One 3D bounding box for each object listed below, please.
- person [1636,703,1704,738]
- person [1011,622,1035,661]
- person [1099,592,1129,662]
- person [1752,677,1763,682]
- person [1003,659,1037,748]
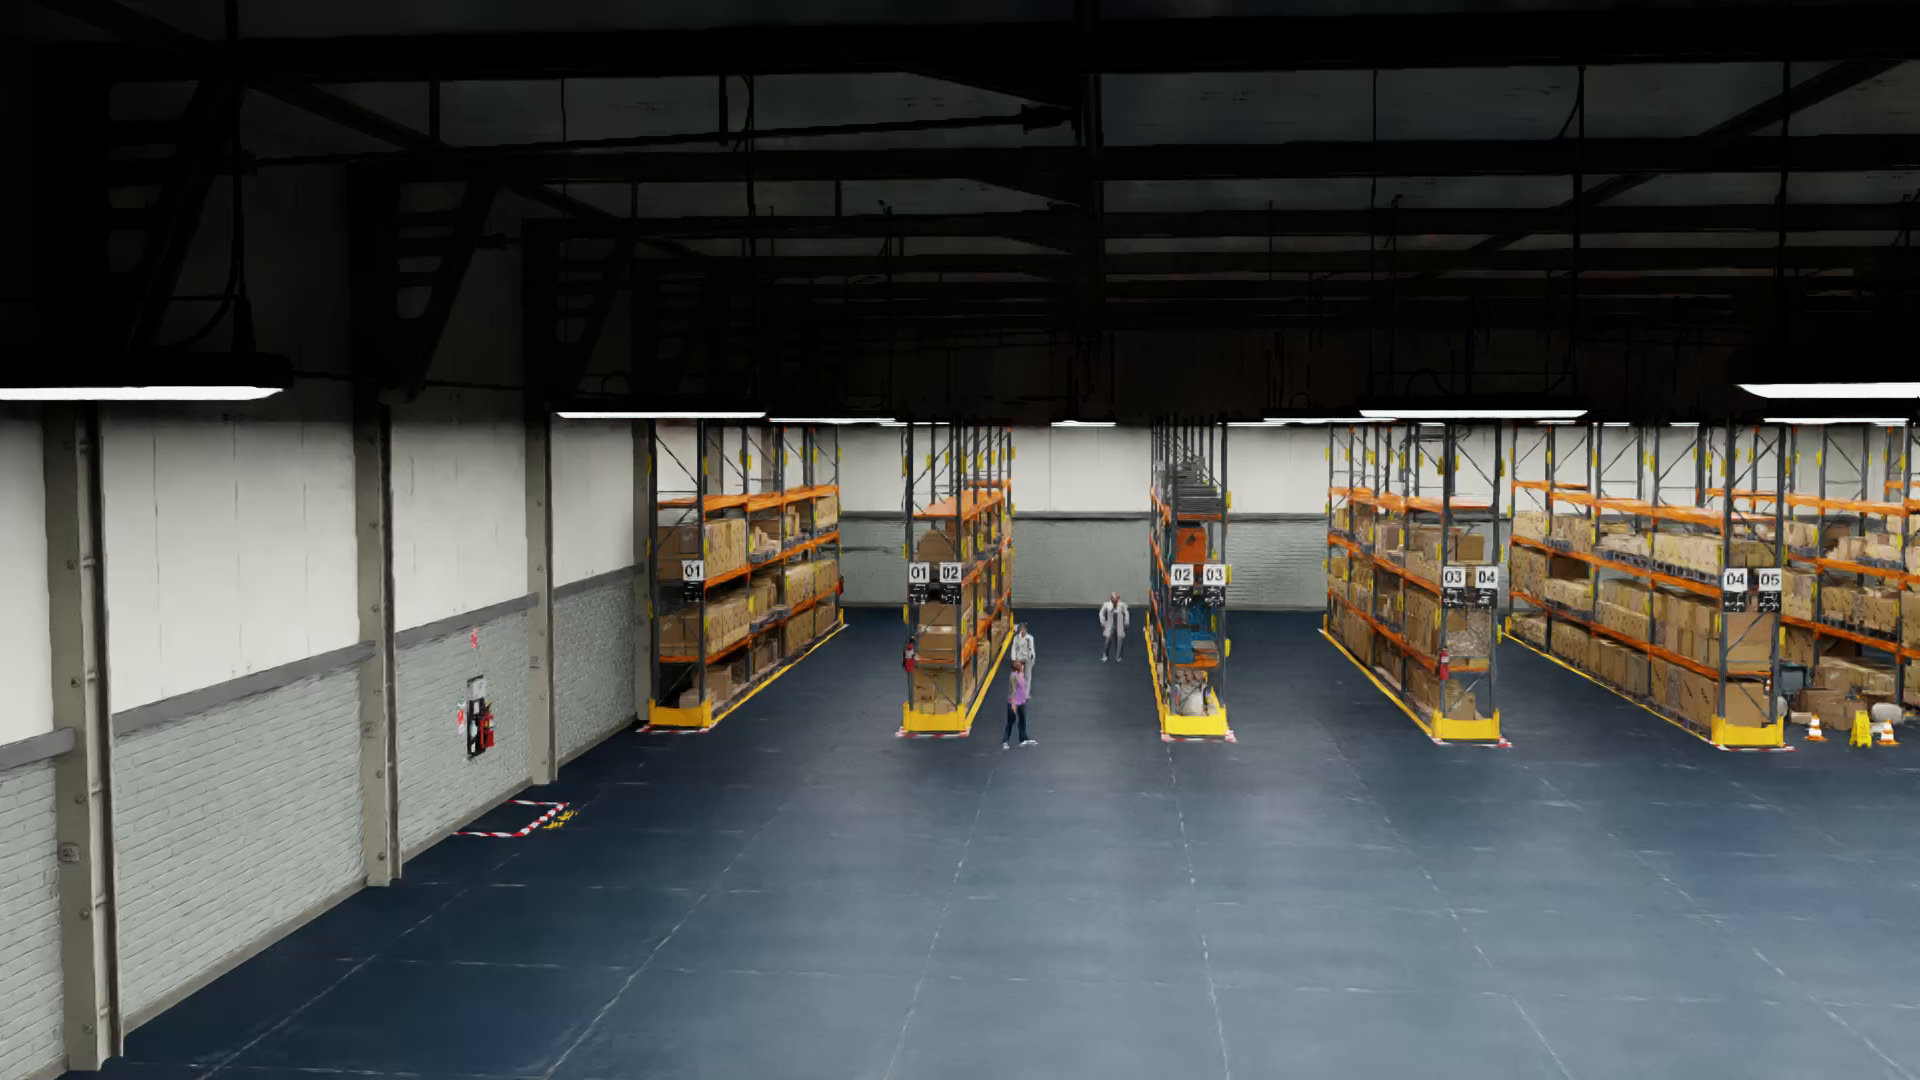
[{"bbox_3d":[17.025,2.705,32.488,7.327,1.680,6.720,3,5,34],"label":"person"},{"bbox_3d":[1.339,2.155,35.376,0.495,0.843,0.386,0,4,7],"label":"person"},{"bbox_3d":[3.774,2.122,40.729,0.729,1.733,0.546,0,4,5],"label":"person"},{"bbox_3d":[17.062,2.474,35.809,0.456,1.658,0.518,2,4,28],"label":"person"},{"bbox_3d":[1.059,2.912,29.740,0.395,1.594,0.588,2,5,33],"label":"person"}]
